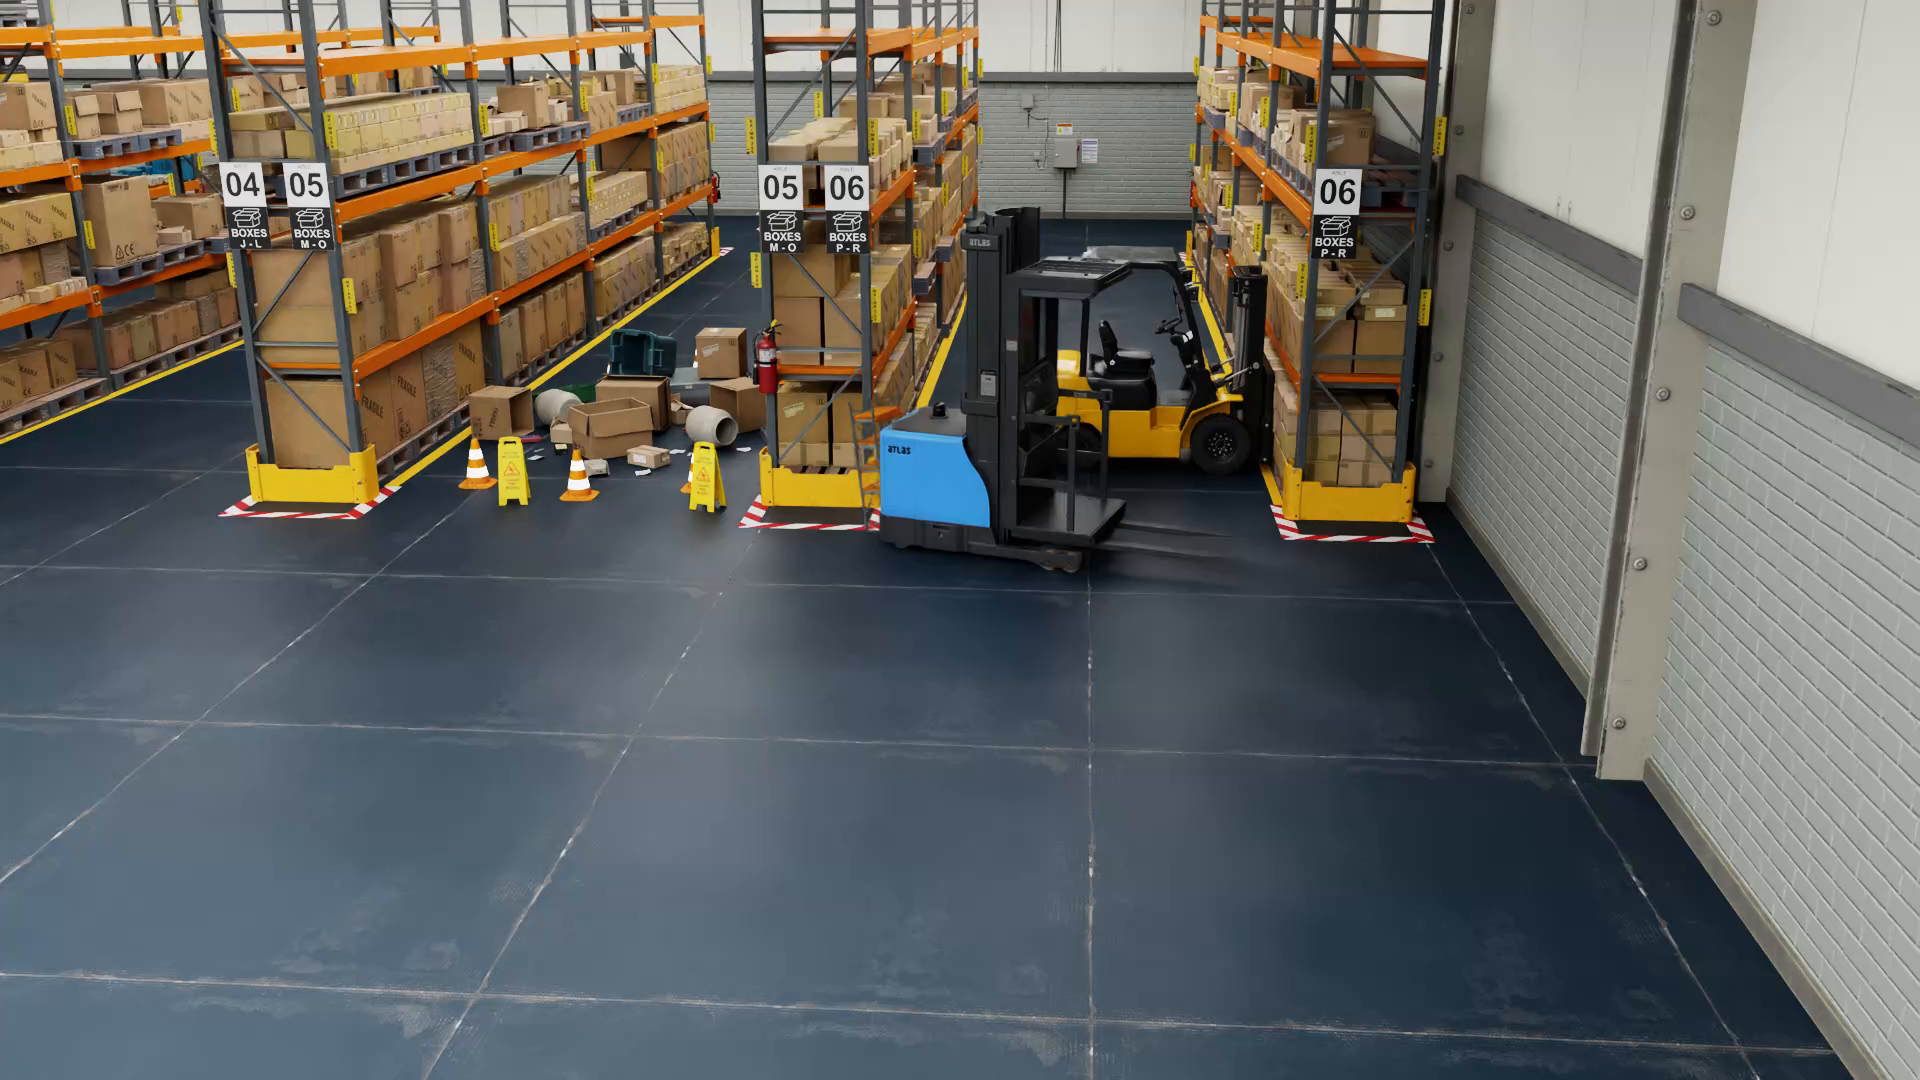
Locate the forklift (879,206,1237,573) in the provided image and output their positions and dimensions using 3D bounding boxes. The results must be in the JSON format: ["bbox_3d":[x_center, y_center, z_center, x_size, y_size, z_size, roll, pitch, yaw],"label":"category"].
[{"bbox_3d":[0.859,-1.303,14.193,3.031,2.935,1.130,7,19,20],"label":"forklift"}]

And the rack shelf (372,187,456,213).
[{"bbox_3d":[-10.203,-5.998,29.565,1.077,0.370,4.000,1,18,4],"label":"rack shelf"}]

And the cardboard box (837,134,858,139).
[{"bbox_3d":[-0.997,-3.871,16.226,0.380,0.149,0.250,1,18,4],"label":"cardboard box"}]

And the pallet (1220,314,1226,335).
[{"bbox_3d":[4.294,-3.051,23.896,1.003,0.211,1.213,1,18,4],"label":"pallet"}]

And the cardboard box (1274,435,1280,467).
[{"bbox_3d":[3.393,-0.861,16.474,0.500,0.250,0.500,1,18,4],"label":"cardboard box"}]

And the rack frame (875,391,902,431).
[{"bbox_3d":[-0.599,-0.781,15.337,0.240,1.200,0.015,0,15,27],"label":"rack frame"}]

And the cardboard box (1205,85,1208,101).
[{"bbox_3d":[4.393,-7.515,27.988,0.500,0.250,0.500,1,18,3],"label":"cardboard box"}]

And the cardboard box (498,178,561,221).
[{"bbox_3d":[-5.770,-4.560,22.257,0.700,0.500,0.500,1,18,3],"label":"cardboard box"}]

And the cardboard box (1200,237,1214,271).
[{"bbox_3d":[4.463,-4.867,28.298,0.700,0.500,0.500,1,18,2],"label":"cardboard box"}]

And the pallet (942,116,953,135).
[{"bbox_3d":[-0.755,-5.792,23.267,1.213,0.211,1.003,2,18,6],"label":"pallet"}]

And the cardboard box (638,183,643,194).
[{"bbox_3d":[-5.256,-5.588,26.411,0.380,0.149,0.250,1,18,4],"label":"cardboard box"}]

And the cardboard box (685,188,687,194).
[{"bbox_3d":[-5.041,-6.194,29.411,0.380,0.149,0.250,1,18,2],"label":"cardboard box"}]

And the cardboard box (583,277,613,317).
[{"bbox_3d":[-5.388,-3.560,24.309,0.500,0.500,0.500,1,18,2],"label":"cardboard box"}]

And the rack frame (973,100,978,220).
[{"bbox_3d":[-0.175,-6.739,30.674,1.000,3.000,0.127,1,18,4],"label":"rack frame"}]

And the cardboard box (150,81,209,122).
[{"bbox_3d":[-10.444,-5.873,22.250,0.500,0.500,0.500,1,18,4],"label":"cardboard box"}]

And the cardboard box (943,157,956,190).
[{"bbox_3d":[-0.329,-5.558,25.300,0.500,0.500,0.500,2,18,6],"label":"cardboard box"}]

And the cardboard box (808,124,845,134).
[{"bbox_3d":[-1.414,-4.285,17.487,0.380,0.149,0.250,1,18,2],"label":"cardboard box"}]

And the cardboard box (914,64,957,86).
[{"bbox_3d":[-0.397,-7.638,27.599,0.797,0.503,0.637,3,18,8],"label":"cardboard box"}]

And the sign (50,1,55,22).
[{"bbox_3d":[-14.738,-8.568,26.954,0.100,0.325,0.005,1,18,4],"label":"sign"}]

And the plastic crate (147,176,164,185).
[{"bbox_3d":[-14.913,-6.627,30.659,0.396,0.136,0.243,1,18,4],"label":"plastic crate"}]

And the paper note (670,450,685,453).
[{"bbox_3d":[-3.029,-0.952,17.799,0.148,0.019,0.142,8,20,23],"label":"paper note"}]

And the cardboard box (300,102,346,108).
[{"bbox_3d":[-6.472,-4.367,16.905,0.380,0.149,0.250,1,18,4],"label":"cardboard box"}]

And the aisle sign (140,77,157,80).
[{"bbox_3d":[-15.291,-8.336,31.370,0.394,0.787,0.004,1,18,4],"label":"aisle sign"}]

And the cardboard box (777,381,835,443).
[{"bbox_3d":[-1.525,-1.274,16.531,0.500,0.500,0.500,1,18,4],"label":"cardboard box"}]

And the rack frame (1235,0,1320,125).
[{"bbox_3d":[4.202,-6.996,21.822,1.000,3.000,0.127,1,18,4],"label":"rack frame"}]

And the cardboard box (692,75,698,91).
[{"bbox_3d":[-4.934,-8.103,29.455,0.500,0.250,0.500,1,18,2],"label":"cardboard box"}]

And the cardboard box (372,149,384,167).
[{"bbox_3d":[-5.869,-3.737,16.263,0.380,0.149,0.250,1,18,4],"label":"cardboard box"}]

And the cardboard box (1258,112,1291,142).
[{"bbox_3d":[3.725,-4.763,19.133,0.500,0.311,0.500,1,18,2],"label":"cardboard box"}]

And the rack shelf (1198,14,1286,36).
[{"bbox_3d":[4.633,-8.516,27.622,1.077,0.370,4.000,1,18,4],"label":"rack shelf"}]

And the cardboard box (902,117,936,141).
[{"bbox_3d":[-0.558,-4.896,19.798,0.500,0.250,0.500,1,18,3],"label":"cardboard box"}]

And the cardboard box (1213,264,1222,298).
[{"bbox_3d":[4.162,-3.934,25.450,0.500,0.500,0.500,1,18,2],"label":"cardboard box"}]

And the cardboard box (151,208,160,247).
[{"bbox_3d":[-10.888,-4.023,21.543,0.797,0.503,0.637,3,18,10],"label":"cardboard box"}]

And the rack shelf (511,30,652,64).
[{"bbox_3d":[-5.550,-7.274,24.468,1.077,0.370,4.000,1,18,4],"label":"rack shelf"}]

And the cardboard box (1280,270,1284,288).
[{"bbox_3d":[3.500,-2.686,17.100,0.380,0.149,0.250,1,18,3],"label":"cardboard box"}]

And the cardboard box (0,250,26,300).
[{"bbox_3d":[-11.020,-2.972,18.538,0.875,0.500,0.500,1,18,4],"label":"cardboard box"}]

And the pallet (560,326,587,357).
[{"bbox_3d":[-5.825,-2.766,23.024,1.003,0.211,1.213,1,18,4],"label":"pallet"}]

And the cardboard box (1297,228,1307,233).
[{"bbox_3d":[4.286,-3.679,20.132,0.380,0.149,0.250,1,18,4],"label":"cardboard box"}]

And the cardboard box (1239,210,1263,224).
[{"bbox_3d":[3.875,-4.245,21.859,0.380,0.149,0.250,2,18,5],"label":"cardboard box"}]

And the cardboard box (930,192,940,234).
[{"bbox_3d":[-0.530,-4.335,22.023,0.500,0.500,0.500,1,18,3],"label":"cardboard box"}]

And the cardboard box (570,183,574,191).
[{"bbox_3d":[-6.020,-5.261,24.935,0.380,0.149,0.250,2,18,7],"label":"cardboard box"}]

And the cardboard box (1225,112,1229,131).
[{"bbox_3d":[4.068,-5.976,23.766,0.500,0.250,0.500,1,18,4],"label":"cardboard box"}]

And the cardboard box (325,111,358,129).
[{"bbox_3d":[-5.906,-3.956,15.649,0.380,0.149,0.250,1,18,4],"label":"cardboard box"}]

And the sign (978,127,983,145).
[{"bbox_3d":[0.365,-7.386,30.406,0.100,0.325,0.005,1,18,4],"label":"sign"}]

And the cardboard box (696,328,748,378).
[{"bbox_3d":[-2.813,-2.215,19.664,0.500,0.500,0.500,1,18,4],"label":"cardboard box"}]

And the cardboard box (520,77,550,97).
[{"bbox_3d":[-5.923,-6.302,23.132,0.396,0.266,0.258,1,18,4],"label":"cardboard box"}]

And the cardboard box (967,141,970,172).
[{"bbox_3d":[-0.096,-6.478,28.109,0.500,0.500,0.500,2,18,5],"label":"cardboard box"}]

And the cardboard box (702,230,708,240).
[{"bbox_3d":[-4.873,-5.634,30.728,0.380,0.149,0.250,1,18,2],"label":"cardboard box"}]

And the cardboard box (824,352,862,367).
[{"bbox_3d":[-1.091,-1.752,15.855,0.380,0.149,0.250,1,18,4],"label":"cardboard box"}]

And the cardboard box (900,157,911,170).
[{"bbox_3d":[-0.753,-4.214,18.551,0.380,0.149,0.250,1,18,4],"label":"cardboard box"}]

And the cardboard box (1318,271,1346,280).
[{"bbox_3d":[3.515,-2.508,16.081,0.380,0.149,0.250,1,18,4],"label":"cardboard box"}]

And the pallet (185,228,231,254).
[{"bbox_3d":[-10.578,-4.161,23.113,1.213,0.211,1.003,1,18,4],"label":"pallet"}]

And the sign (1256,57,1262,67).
[{"bbox_3d":[5.328,-8.457,29.677,0.100,0.325,0.005,1,18,4],"label":"sign"}]

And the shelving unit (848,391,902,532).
[{"bbox_3d":[-0.707,-0.716,15.128,0.258,1.200,0.503,0,15,27],"label":"shelving unit"}]

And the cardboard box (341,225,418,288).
[{"bbox_3d":[-6.078,-2.892,16.956,0.875,0.550,0.550,1,18,4],"label":"cardboard box"}]

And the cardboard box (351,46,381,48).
[{"bbox_3d":[-10.215,-8.410,28.754,0.500,0.250,0.500,1,18,2],"label":"cardboard box"}]
